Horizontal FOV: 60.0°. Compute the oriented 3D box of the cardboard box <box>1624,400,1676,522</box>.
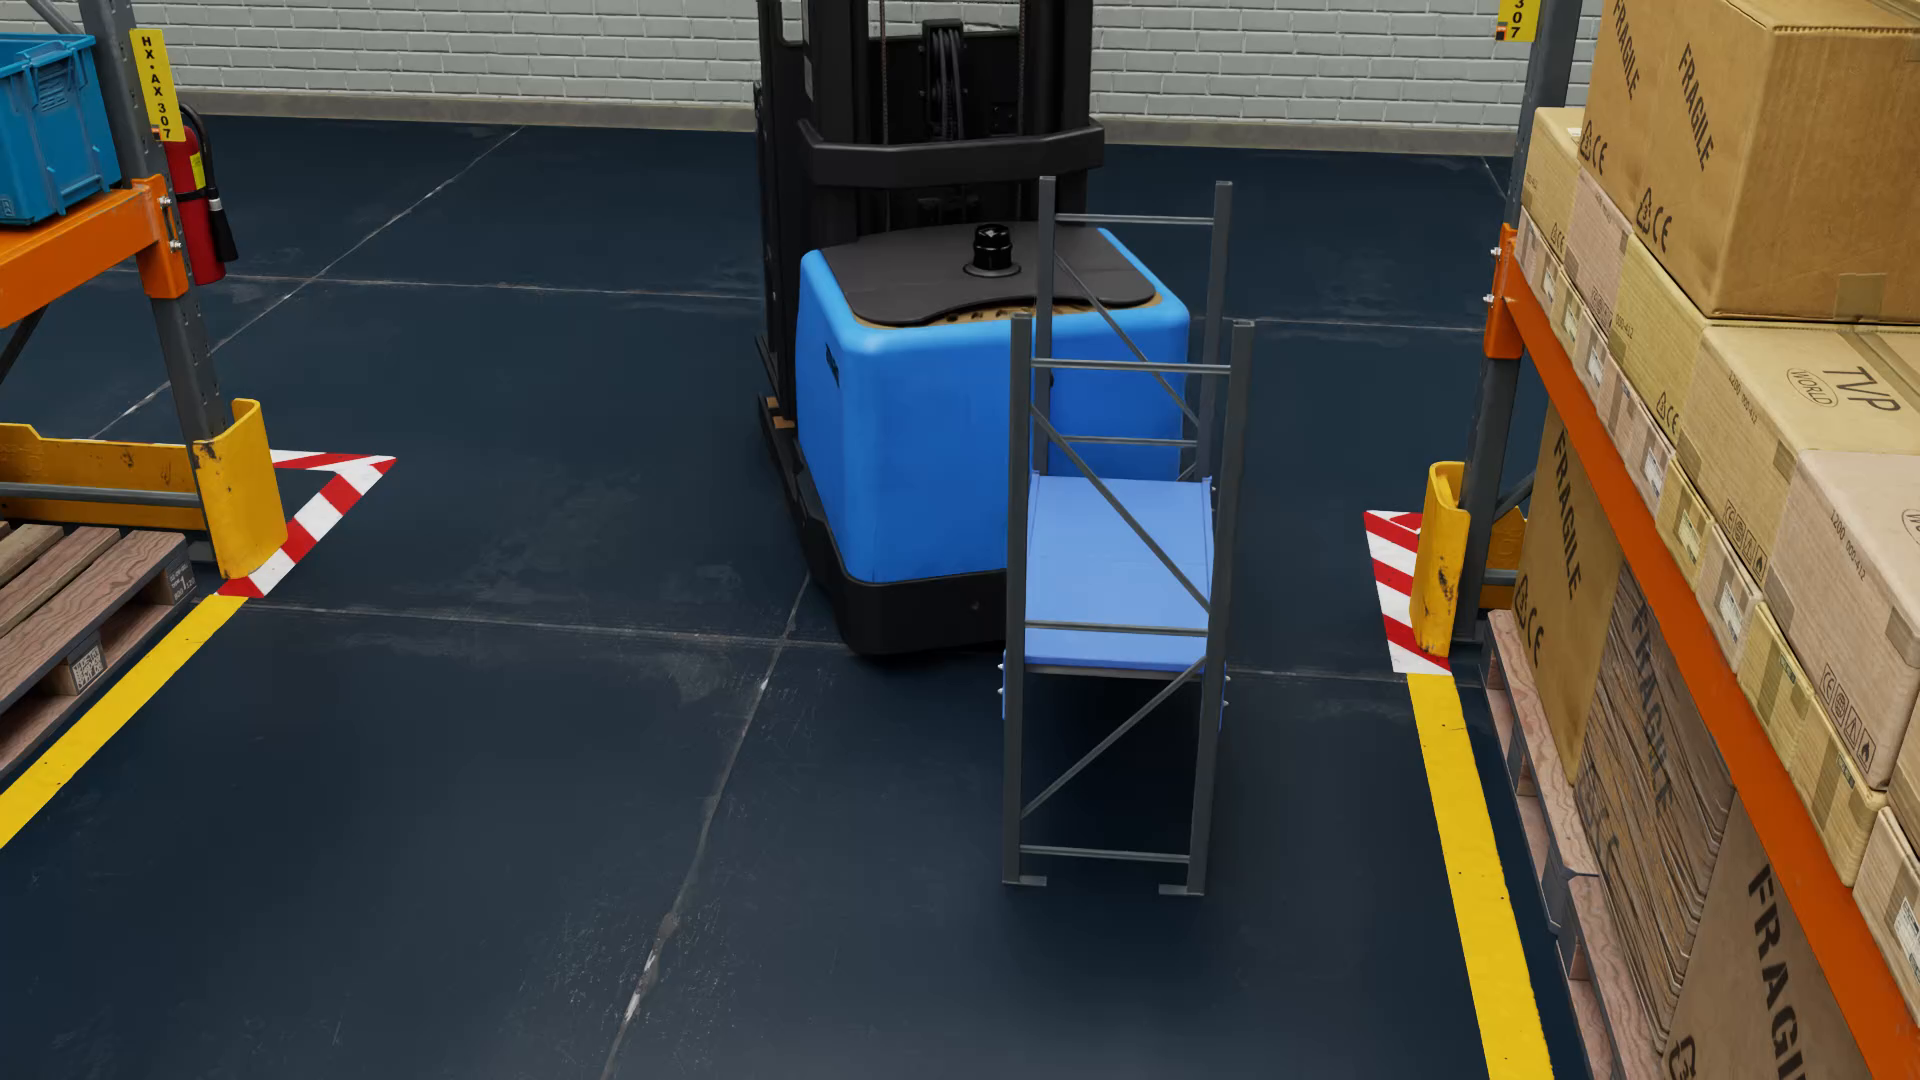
[{"bbox_3d":[1.479,-0.138,3.108,0.380,0.149,0.250,3,28,6],"label":"cardboard box"}]

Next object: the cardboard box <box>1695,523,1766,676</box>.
[{"bbox_3d":[1.417,0.105,2.658,0.380,0.149,0.250,4,29,7],"label":"cardboard box"}]

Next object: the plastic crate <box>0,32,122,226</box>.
[{"bbox_3d":[-2.766,-1.163,4.646,0.616,0.435,0.499,3,28,6],"label":"plastic crate"}]

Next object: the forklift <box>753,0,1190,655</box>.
[{"bbox_3d":[-0.165,-1.629,5.684,1.130,2.935,3.031,-6,29,-12],"label":"forklift"}]

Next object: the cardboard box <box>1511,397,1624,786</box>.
[{"bbox_3d":[2.006,0.055,4.283,0.875,0.875,0.875,3,28,6],"label":"cardboard box"}]

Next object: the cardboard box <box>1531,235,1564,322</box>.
[{"bbox_3d":[1.604,-0.622,4.007,0.380,0.149,0.250,3,28,5],"label":"cardboard box"}]

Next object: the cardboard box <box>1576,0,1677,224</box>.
[{"bbox_3d":[1.617,-0.951,3.407,0.500,0.500,0.500,3,28,5],"label":"cardboard box"}]

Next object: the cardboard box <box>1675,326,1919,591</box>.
[{"bbox_3d":[1.497,-0.129,2.671,0.500,0.250,0.500,3,28,5],"label":"cardboard box"}]

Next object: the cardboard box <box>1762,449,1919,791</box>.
[{"bbox_3d":[1.432,0.109,2.229,0.500,0.250,0.500,4,29,7],"label":"cardboard box"}]

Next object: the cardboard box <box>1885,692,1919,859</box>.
[{"bbox_3d":[1.370,0.349,1.783,0.500,0.250,0.500,4,29,8],"label":"cardboard box"}]

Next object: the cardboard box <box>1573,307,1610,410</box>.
[{"bbox_3d":[1.542,-0.379,3.556,0.380,0.149,0.250,3,28,5],"label":"cardboard box"}]

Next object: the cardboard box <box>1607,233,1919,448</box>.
[{"bbox_3d":[1.556,-0.375,3.128,0.500,0.250,0.500,2,28,4],"label":"cardboard box"}]

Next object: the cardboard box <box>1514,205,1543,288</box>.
[{"bbox_3d":[1.634,-0.743,4.232,0.380,0.149,0.250,4,29,7],"label":"cardboard box"}]

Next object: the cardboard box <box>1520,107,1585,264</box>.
[{"bbox_3d":[1.678,-0.856,4.021,0.500,0.250,0.500,3,28,5],"label":"cardboard box"}]

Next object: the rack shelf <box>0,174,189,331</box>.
[{"bbox_3d":[-3.155,-0.031,3.404,1.077,0.370,4.000,3,28,6],"label":"rack shelf"}]

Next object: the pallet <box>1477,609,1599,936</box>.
[{"bbox_3d":[1.985,0.607,4.401,1.003,0.211,1.213,3,28,6],"label":"pallet"}]

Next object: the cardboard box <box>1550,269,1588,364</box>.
[{"bbox_3d":[1.573,-0.502,3.784,0.380,0.149,0.250,3,28,5],"label":"cardboard box"}]

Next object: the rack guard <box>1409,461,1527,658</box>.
[{"bbox_3d":[2.008,0.087,5.061,1.175,0.500,0.348,3,28,6],"label":"rack guard"}]

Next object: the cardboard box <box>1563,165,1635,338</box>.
[{"bbox_3d":[1.621,-0.611,3.567,0.500,0.250,0.500,3,28,6],"label":"cardboard box"}]

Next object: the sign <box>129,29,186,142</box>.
[{"bbox_3d":[-2.362,-1.337,4.897,0.100,0.325,0.005,3,28,6],"label":"sign"}]

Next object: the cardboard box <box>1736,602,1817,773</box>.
[{"bbox_3d":[1.384,0.224,2.436,0.380,0.149,0.250,3,28,5],"label":"cardboard box"}]

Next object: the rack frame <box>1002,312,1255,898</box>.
[{"bbox_3d":[0.355,0.205,3.789,0.500,1.500,0.032,3,28,5],"label":"rack frame"}]

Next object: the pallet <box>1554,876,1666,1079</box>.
[{"bbox_3d":[1.833,1.180,3.338,1.003,0.211,1.213,3,28,6],"label":"pallet"}]

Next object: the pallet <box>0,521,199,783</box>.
[{"bbox_3d":[-3.050,0.324,4.926,1.003,0.211,1.213,3,28,6],"label":"pallet"}]

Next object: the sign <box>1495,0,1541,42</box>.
[{"bbox_3d":[1.455,-1.453,4.288,0.100,0.325,0.005,3,28,6],"label":"sign"}]

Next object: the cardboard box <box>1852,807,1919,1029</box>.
[{"bbox_3d":[1.322,0.466,1.987,0.380,0.149,0.250,4,29,7],"label":"cardboard box"}]

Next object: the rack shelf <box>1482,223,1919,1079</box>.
[{"bbox_3d":[1.760,0.256,2.870,1.077,0.370,4.000,3,28,6],"label":"rack shelf"}]

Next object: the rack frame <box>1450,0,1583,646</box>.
[{"bbox_3d":[2.005,-1.002,4.447,1.000,3.000,0.127,3,28,6],"label":"rack frame"}]

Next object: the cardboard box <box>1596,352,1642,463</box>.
[{"bbox_3d":[1.510,-0.259,3.334,0.380,0.149,0.250,3,28,5],"label":"cardboard box"}]

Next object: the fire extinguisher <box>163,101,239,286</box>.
[{"bbox_3d":[-2.441,-1.136,5.171,0.296,0.674,0.183,3,28,6],"label":"fire extinguisher"}]

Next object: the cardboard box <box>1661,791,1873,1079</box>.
[{"bbox_3d":[1.786,0.902,2.710,0.875,0.875,0.875,3,28,6],"label":"cardboard box"}]

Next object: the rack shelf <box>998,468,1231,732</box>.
[{"bbox_3d":[0.406,0.123,4.319,0.538,0.185,1.000,3,28,5],"label":"rack shelf"}]

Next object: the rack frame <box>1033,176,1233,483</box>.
[{"bbox_3d":[0.457,-0.275,4.679,0.500,1.500,0.032,3,28,5],"label":"rack frame"}]

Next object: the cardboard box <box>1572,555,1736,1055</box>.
[{"bbox_3d":[1.895,0.483,3.488,0.875,0.875,0.875,3,28,6],"label":"cardboard box"}]

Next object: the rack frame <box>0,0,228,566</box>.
[{"bbox_3d":[-2.910,-1.290,4.981,1.000,3.000,0.127,3,28,6],"label":"rack frame"}]

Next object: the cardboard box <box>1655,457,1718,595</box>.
[{"bbox_3d":[1.447,-0.019,2.888,0.380,0.149,0.250,3,28,5],"label":"cardboard box"}]

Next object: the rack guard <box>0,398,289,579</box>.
[{"bbox_3d":[-2.920,-0.201,5.596,1.175,0.500,0.348,3,28,6],"label":"rack guard"}]

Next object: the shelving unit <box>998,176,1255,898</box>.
[{"bbox_3d":[0.406,-0.035,4.234,0.538,1.500,1.048,3,28,5],"label":"shelving unit"}]

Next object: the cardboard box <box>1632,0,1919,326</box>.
[{"bbox_3d":[1.560,-0.707,2.953,0.500,0.500,0.500,3,28,5],"label":"cardboard box"}]

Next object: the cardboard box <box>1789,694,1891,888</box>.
[{"bbox_3d":[1.353,0.345,2.212,0.380,0.149,0.250,4,29,7],"label":"cardboard box"}]
